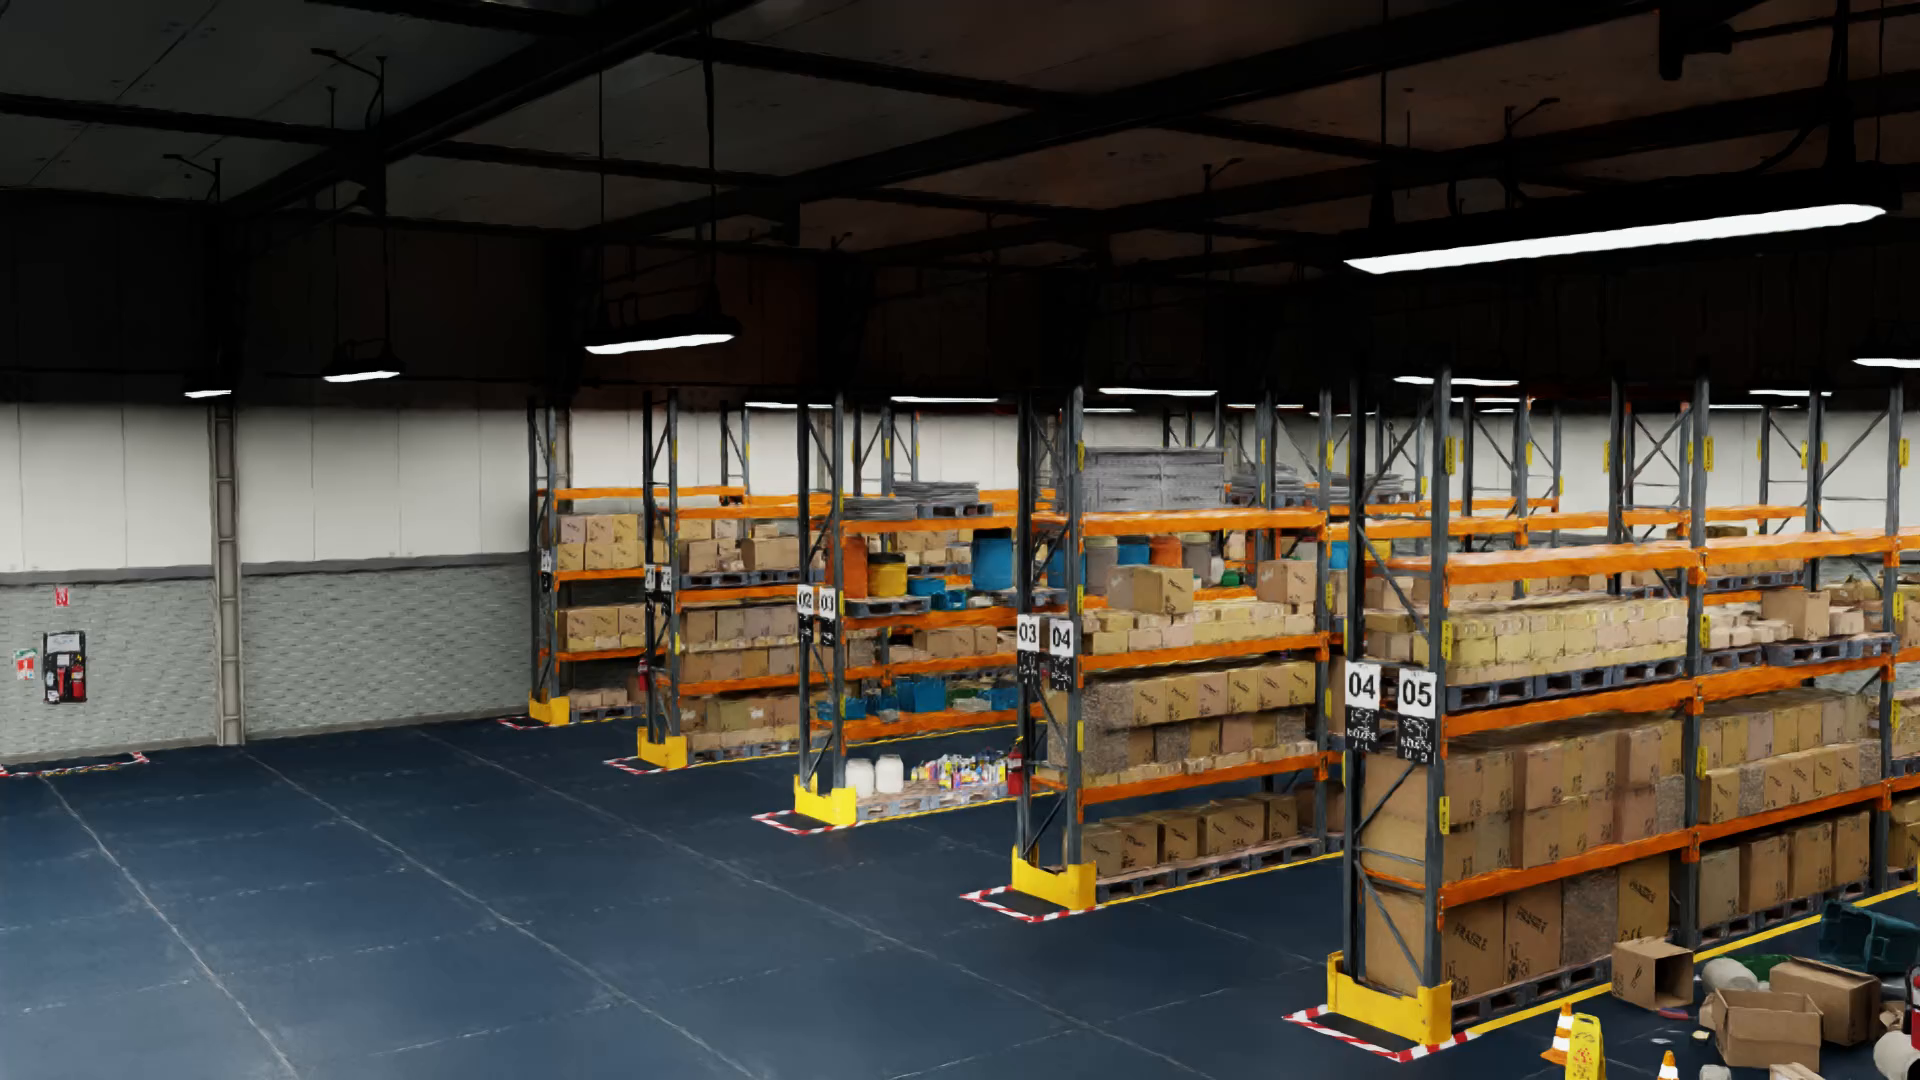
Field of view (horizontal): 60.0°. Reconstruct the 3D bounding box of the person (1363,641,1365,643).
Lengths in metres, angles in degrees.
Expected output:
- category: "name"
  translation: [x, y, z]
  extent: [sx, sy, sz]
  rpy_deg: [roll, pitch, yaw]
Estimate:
- category: "person"
  translation: [7.936, 2.361, 32.385]
  extent: [0.489, 1.751, 0.620]
  rpy_deg: [2, 4, 30]
